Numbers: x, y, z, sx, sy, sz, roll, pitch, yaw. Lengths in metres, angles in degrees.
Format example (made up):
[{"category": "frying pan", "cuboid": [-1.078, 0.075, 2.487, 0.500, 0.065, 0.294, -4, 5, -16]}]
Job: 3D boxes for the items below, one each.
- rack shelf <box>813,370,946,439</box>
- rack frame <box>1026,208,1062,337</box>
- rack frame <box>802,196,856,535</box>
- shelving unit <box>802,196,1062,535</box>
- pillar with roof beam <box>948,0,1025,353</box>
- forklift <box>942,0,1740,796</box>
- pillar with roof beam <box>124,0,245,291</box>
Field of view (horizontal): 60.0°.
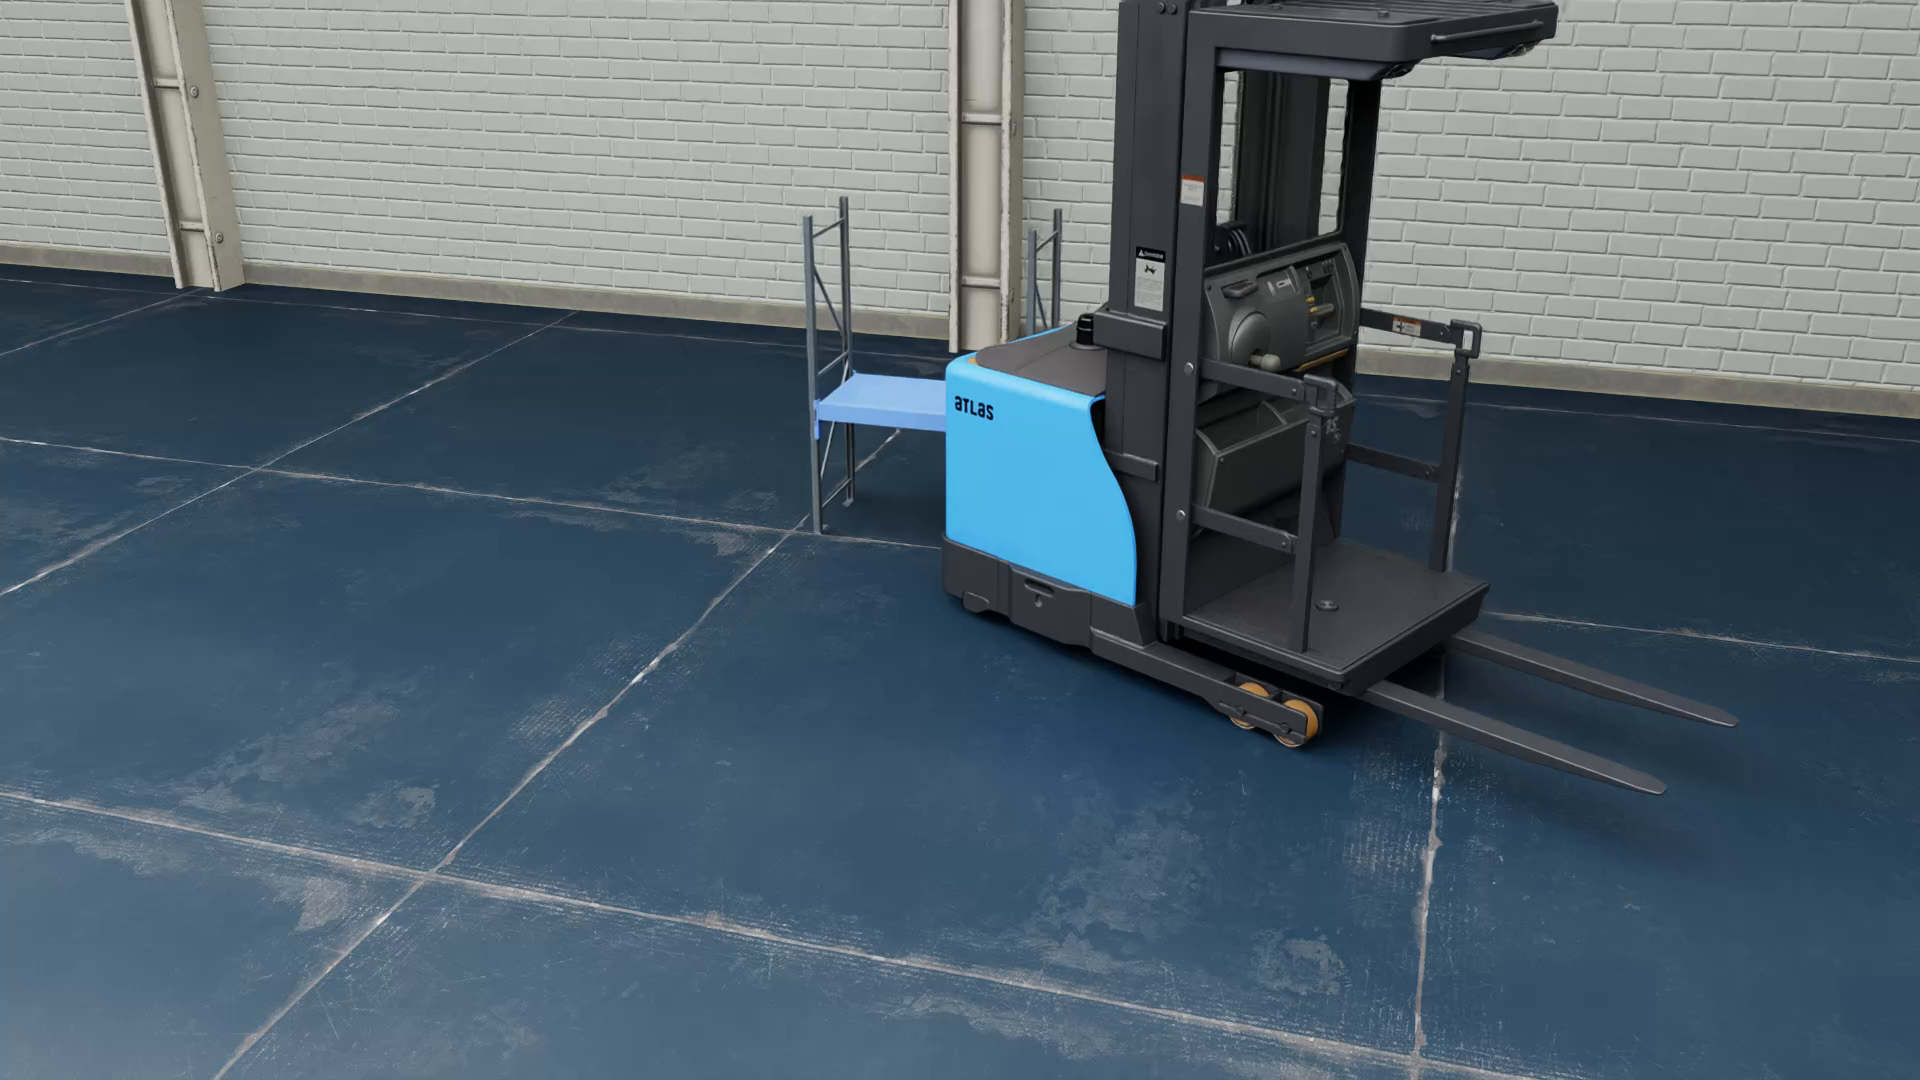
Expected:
[{"category": "rack shelf", "cuboid": [-0.116, -0.589, 7.703, 1.000, 0.185, 0.538, 6, 23, 15]}, {"category": "rack frame", "cuboid": [0.371, -0.700, 7.500, 0.032, 1.500, 0.500, 6, 23, 15]}, {"category": "rack frame", "cuboid": [-0.603, -0.810, 7.769, 0.032, 1.500, 0.500, 6, 23, 15]}, {"category": "shelving unit", "cuboid": [-0.116, -0.755, 7.634, 1.048, 1.500, 0.538, 6, 23, 15]}, {"category": "pillar with roof beam", "cuboid": [-1.082, -3.846, 5.288, 0.400, 9.000, 9.100, 7, 23, 16]}, {"category": "forklift", "cuboid": [1.339, -0.837, 5.948, 3.031, 2.935, 1.130, 20, 30, 40]}, {"category": "pillar with roof beam", "cuboid": [-6.826, -4.503, 6.891, 0.400, 9.000, 9.100, 7, 23, 16]}]
